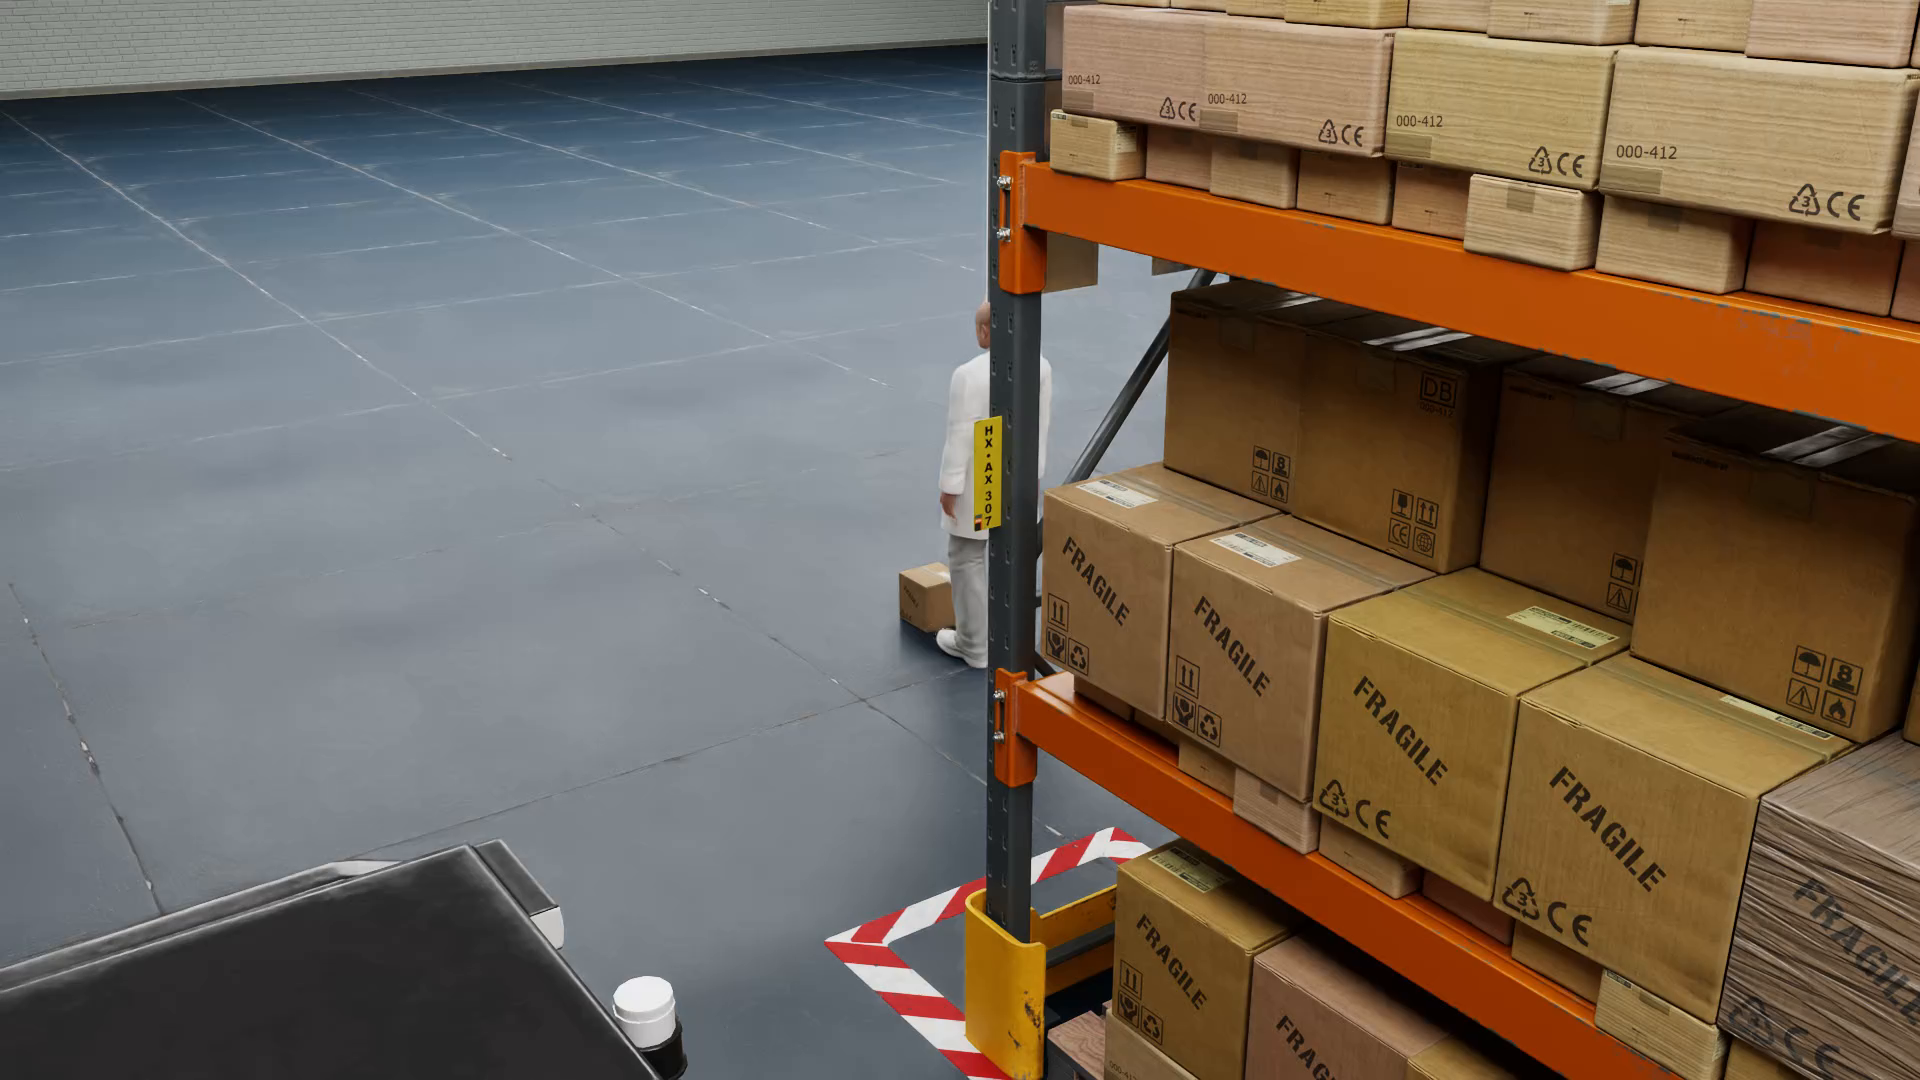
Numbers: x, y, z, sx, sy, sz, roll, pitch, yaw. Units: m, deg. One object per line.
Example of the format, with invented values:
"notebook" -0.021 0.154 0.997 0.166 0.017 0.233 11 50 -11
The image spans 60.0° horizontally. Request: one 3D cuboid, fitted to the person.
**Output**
"person" 0.128 -0.274 7.815 0.571 1.775 0.436 -14 25 -32
